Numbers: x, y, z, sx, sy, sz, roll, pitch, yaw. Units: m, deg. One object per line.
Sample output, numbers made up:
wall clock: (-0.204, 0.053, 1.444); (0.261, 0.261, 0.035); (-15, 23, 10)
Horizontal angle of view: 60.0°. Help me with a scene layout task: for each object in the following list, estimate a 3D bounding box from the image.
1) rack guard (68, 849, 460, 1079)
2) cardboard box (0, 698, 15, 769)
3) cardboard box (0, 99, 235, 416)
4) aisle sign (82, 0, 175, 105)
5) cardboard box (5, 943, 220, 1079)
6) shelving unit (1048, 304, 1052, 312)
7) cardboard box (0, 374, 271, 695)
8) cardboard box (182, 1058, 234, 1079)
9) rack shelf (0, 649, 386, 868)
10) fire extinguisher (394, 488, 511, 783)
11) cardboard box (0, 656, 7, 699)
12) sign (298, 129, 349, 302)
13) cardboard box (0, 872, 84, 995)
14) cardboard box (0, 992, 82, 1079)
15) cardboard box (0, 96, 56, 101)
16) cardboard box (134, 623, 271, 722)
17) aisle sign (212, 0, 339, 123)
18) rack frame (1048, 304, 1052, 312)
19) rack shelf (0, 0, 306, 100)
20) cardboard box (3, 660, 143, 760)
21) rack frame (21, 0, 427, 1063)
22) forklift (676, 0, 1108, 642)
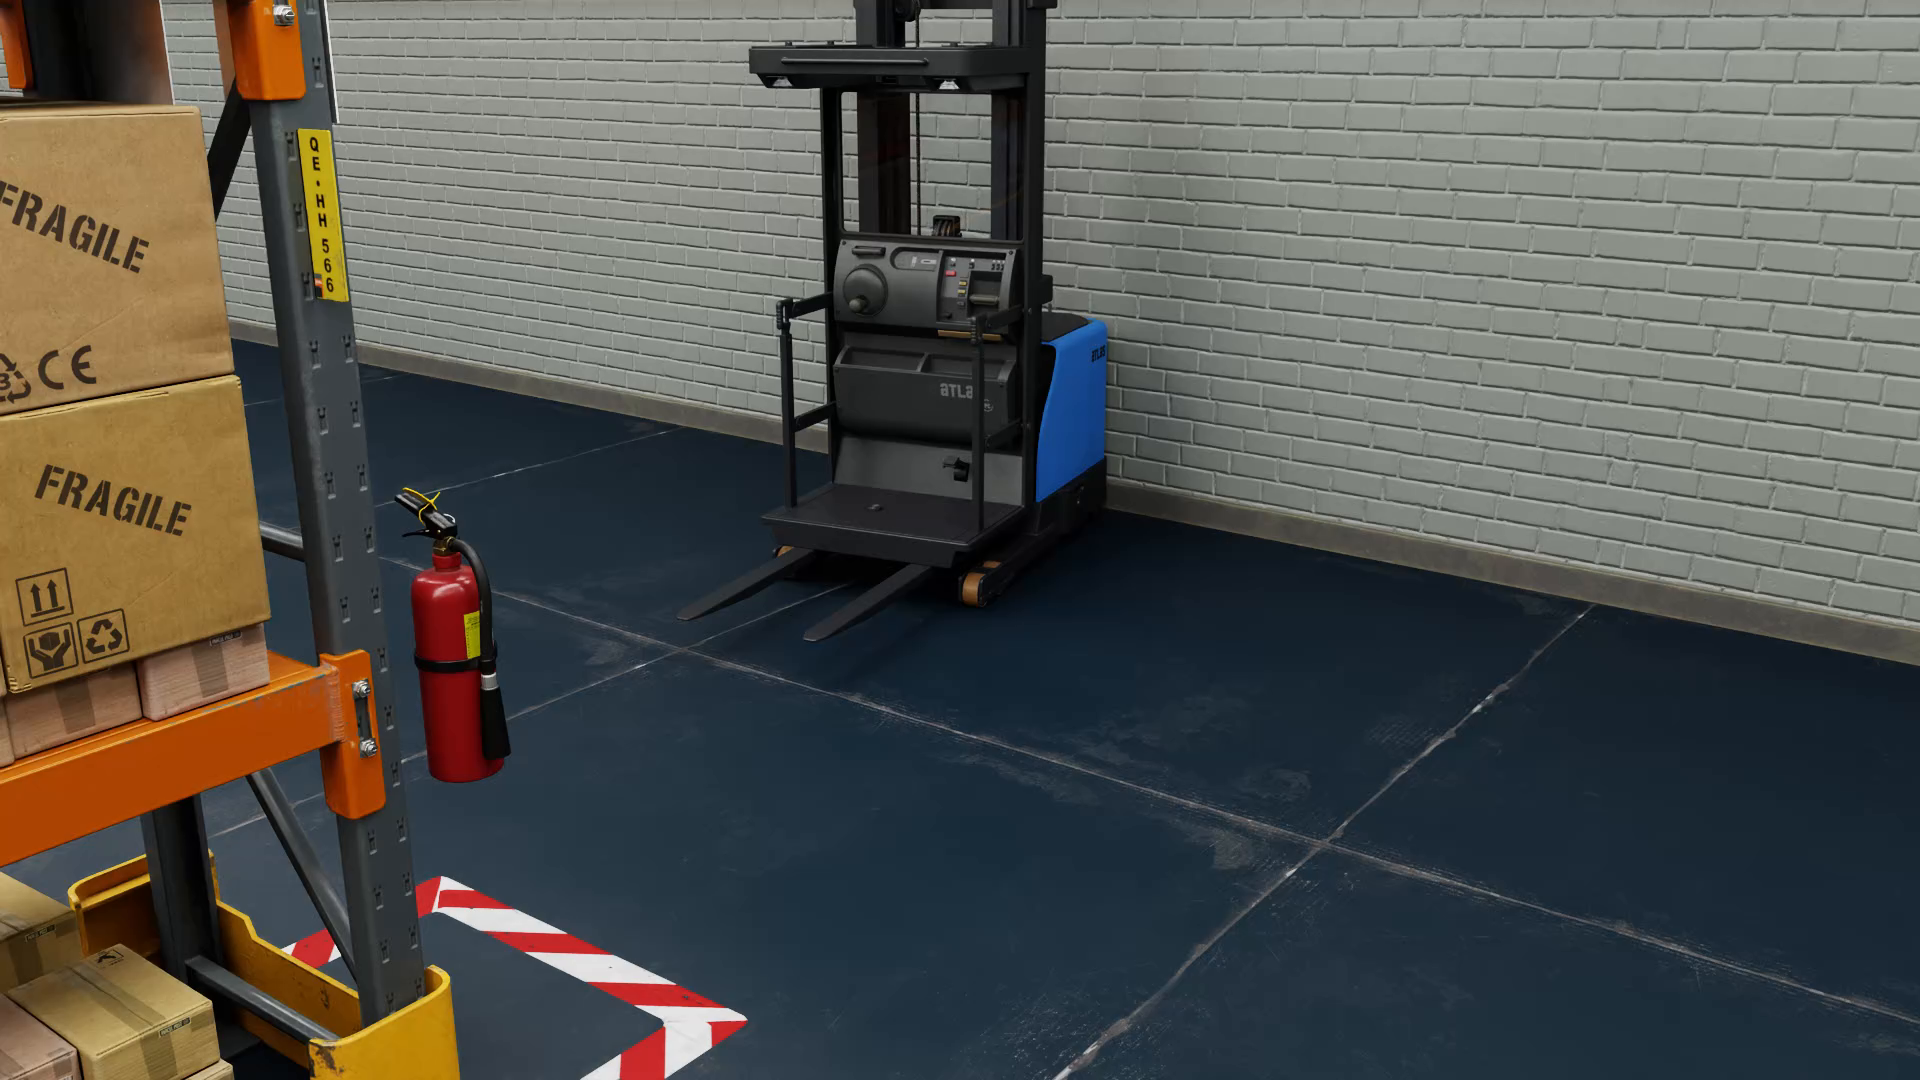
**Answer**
rack guard: (-1.712, 1.185, 4.083); (1.175, 0.500, 0.348); (12, 21, 35)
cardboard box: (-1.950, 0.336, 3.027); (0.380, 0.149, 0.250); (12, 21, 34)
cardboard box: (-1.740, -0.541, 3.071); (0.500, 0.500, 0.500); (12, 21, 34)
aisle sign: (-1.865, -1.338, 3.612); (0.394, 0.787, 0.004); (12, 21, 35)
cardboard box: (-1.779, 1.021, 3.493); (0.380, 0.149, 0.250); (13, 21, 35)
shelving unit: (0.445, -0.739, 9.329); (0.258, 1.200, 0.189); (12, 18, 35)
cardboard box: (-1.728, -0.064, 3.221); (0.500, 0.500, 0.500); (13, 21, 36)
cardboard box: (-1.752, 1.169, 3.520); (0.380, 0.149, 0.250); (12, 21, 33)
rack shelf: (-2.859, 0.793, 2.344); (1.077, 0.370, 4.000); (12, 21, 35)
fire extinguisher: (-1.146, 0.210, 3.768); (0.296, 0.674, 0.183); (12, 21, 35)
cardboard box: (-2.039, 0.058, 2.829); (0.500, 0.500, 0.500); (12, 21, 34)
sign: (-1.233, -0.627, 3.221); (0.100, 0.325, 0.005); (12, 21, 35)
cardboard box: (-2.252, 0.915, 3.835); (0.380, 0.149, 0.250); (11, 21, 32)
cardboard box: (-1.975, 1.071, 3.333); (0.380, 0.149, 0.250); (13, 21, 36)
cardboard box: (-2.148, -0.634, 3.371); (0.500, 0.500, 0.500); (12, 21, 34)
cardboard box: (-1.634, 0.221, 3.397); (0.380, 0.149, 0.250); (12, 21, 35)
aisle sign: (-1.383, -1.232, 3.271); (0.394, 0.787, 0.004); (12, 21, 35)
rack frame: (0.391, -0.721, 9.257); (0.240, 1.200, 0.006); (12, 18, 35)
rack shelf: (-2.859, -0.639, 1.899); (1.077, 0.370, 4.000); (12, 21, 35)
cardboard box: (-1.813, 0.274, 3.228); (0.380, 0.149, 0.250); (12, 21, 35)
rack frame: (-1.667, -0.026, 3.771); (1.000, 3.000, 0.127); (12, 21, 35)
forklift: (-0.260, -1.230, 7.762); (1.130, 2.935, 3.031); (8, 19, 23)
